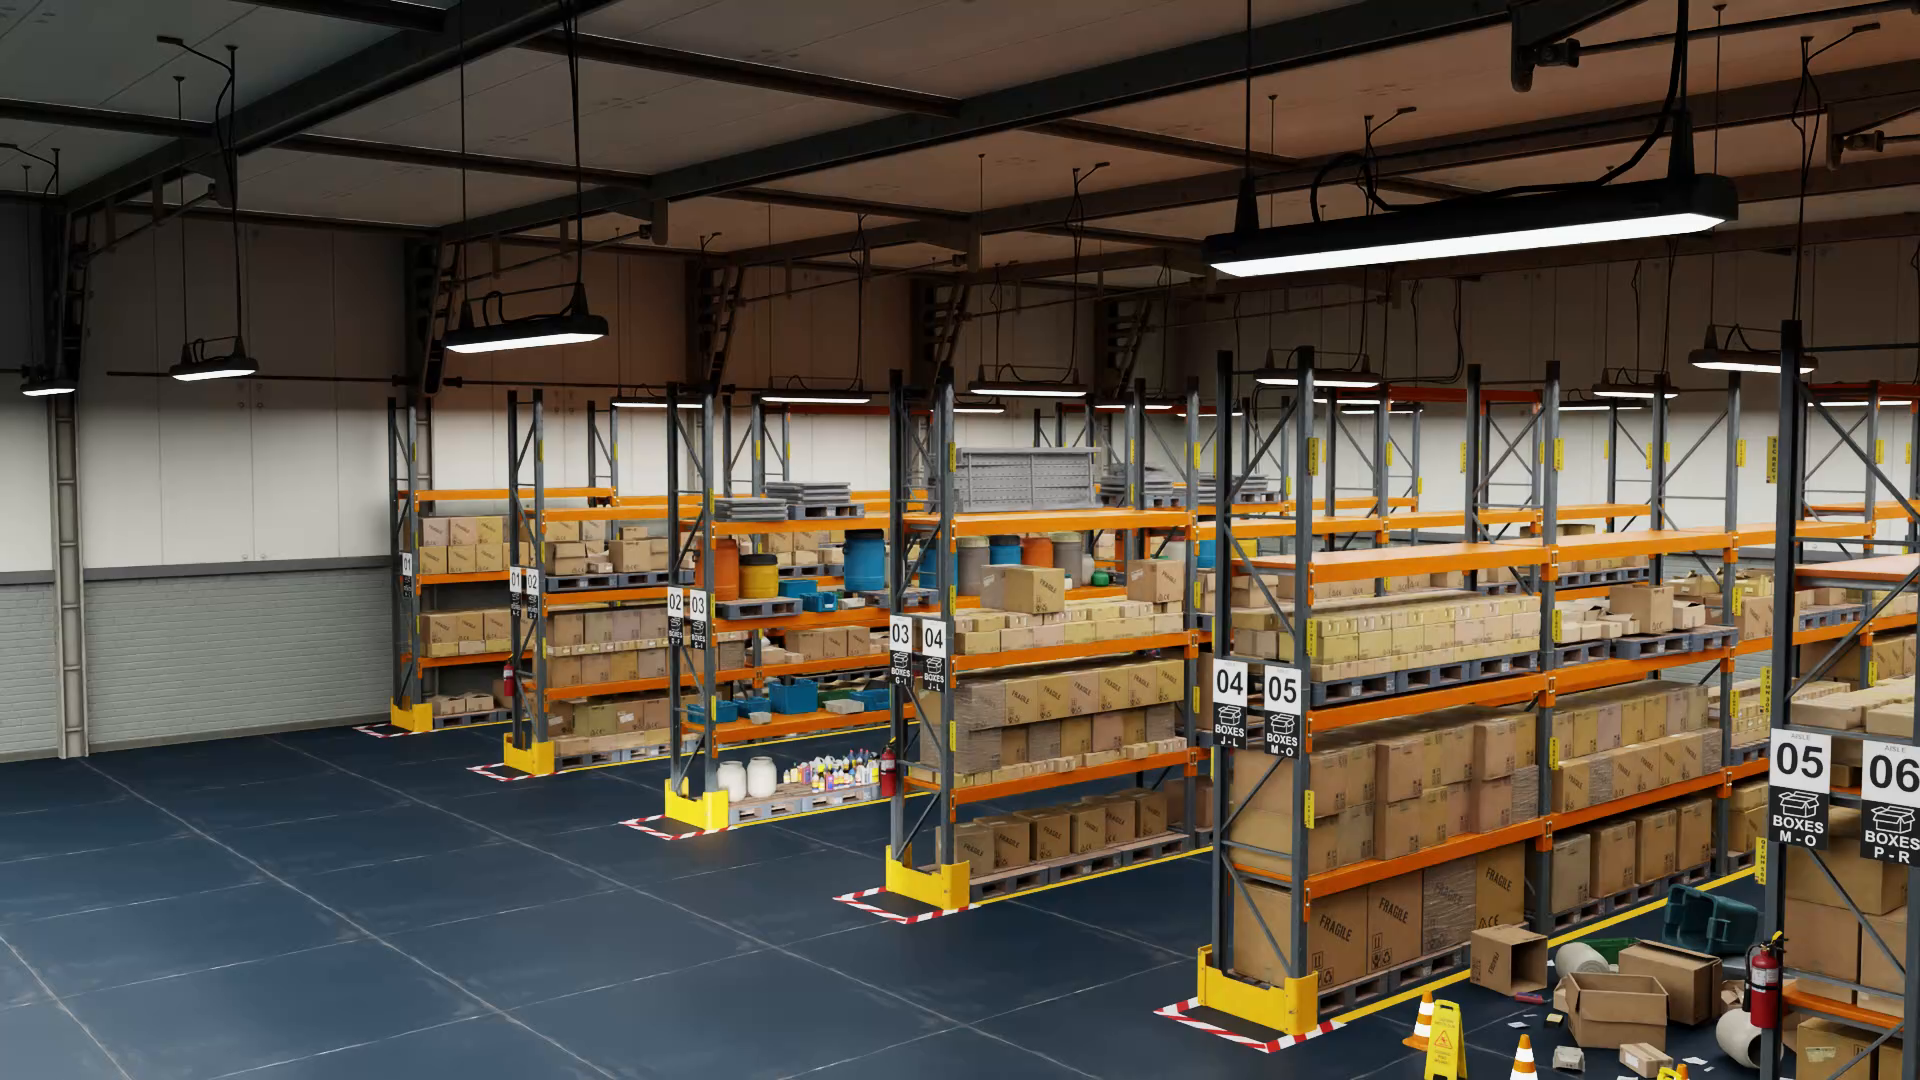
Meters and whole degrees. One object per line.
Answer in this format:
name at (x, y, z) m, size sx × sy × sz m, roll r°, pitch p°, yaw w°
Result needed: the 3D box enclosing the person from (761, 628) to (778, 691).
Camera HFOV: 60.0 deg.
person at (-3.755, 2.457, 31.274) m, size 0.572 × 1.754 × 0.626 m, roll -2°, pitch 4°, yaw -30°
